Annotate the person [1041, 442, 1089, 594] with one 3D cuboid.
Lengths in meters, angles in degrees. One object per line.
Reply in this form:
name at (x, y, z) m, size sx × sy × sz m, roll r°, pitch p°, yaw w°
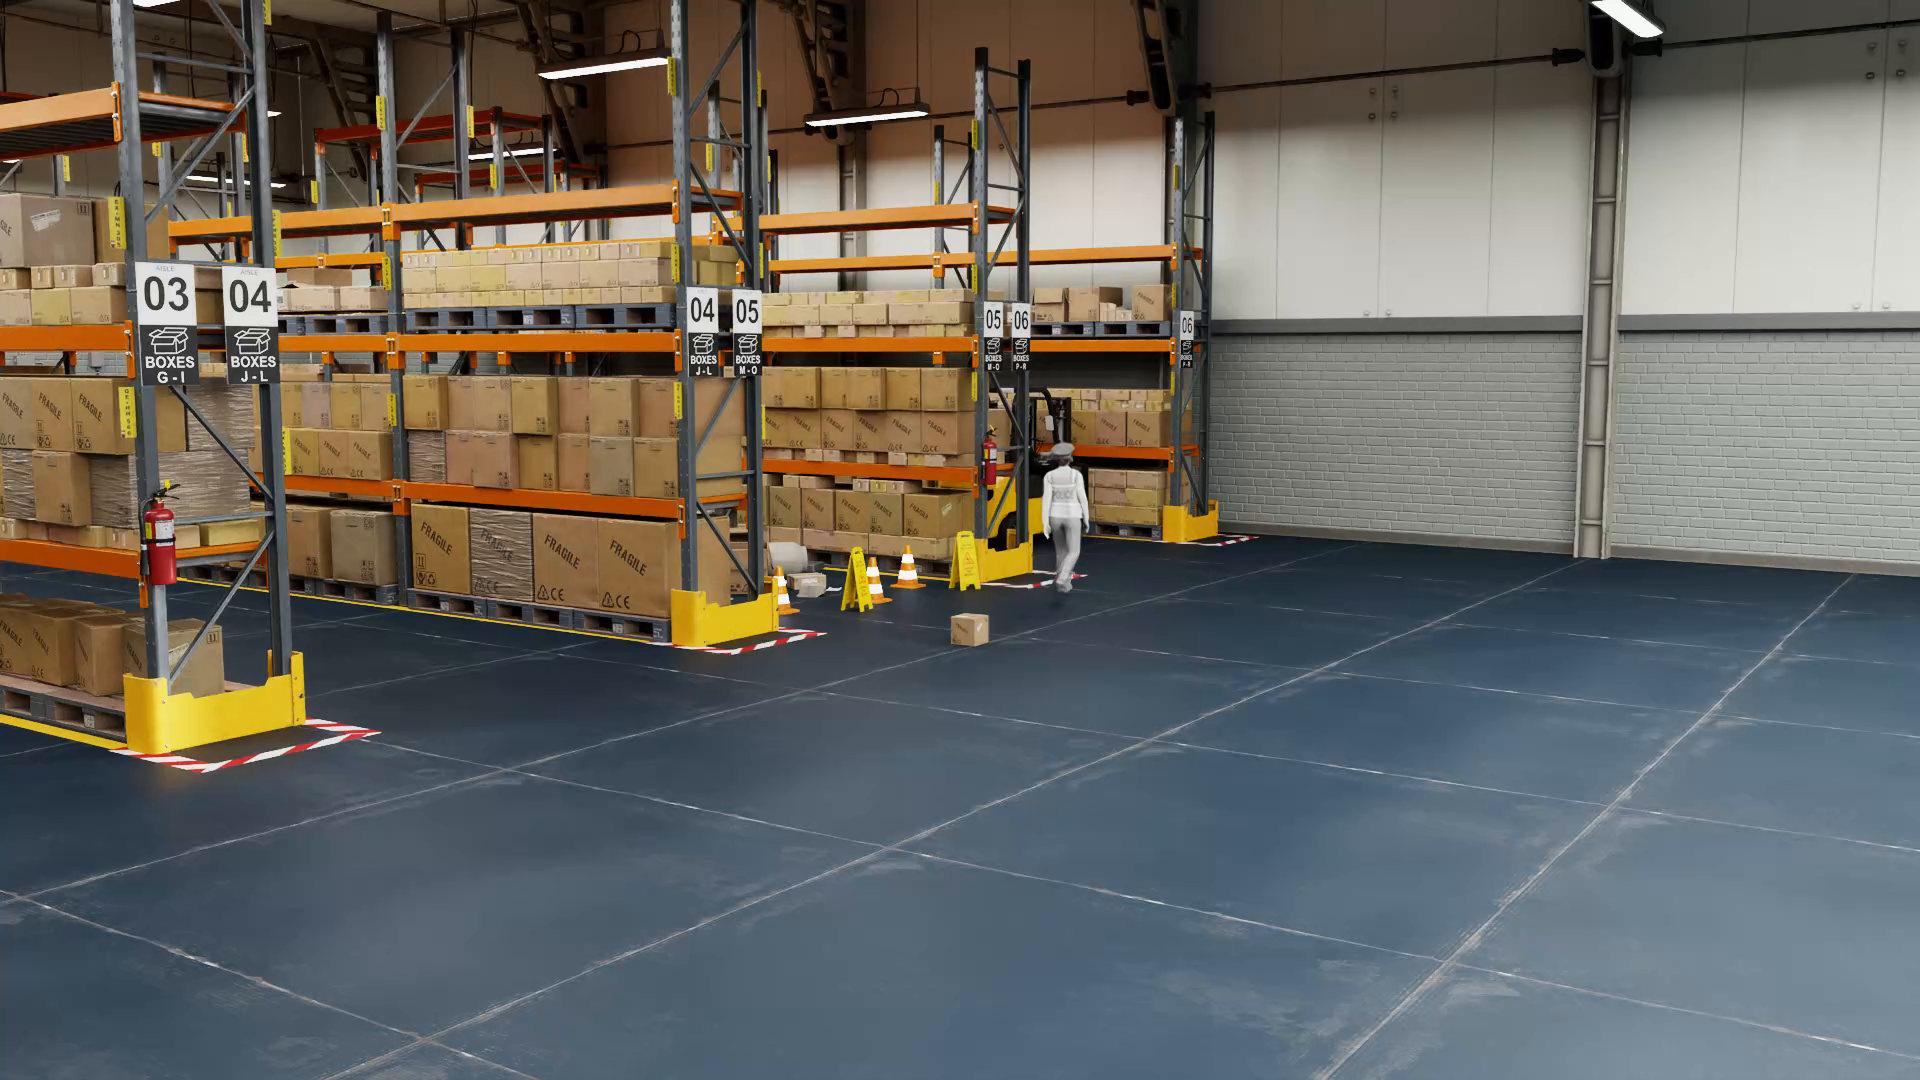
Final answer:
person at (1.120, -0.220, 17.768) m, size 0.479 × 1.647 × 0.938 m, roll 2°, pitch 7°, yaw 20°
